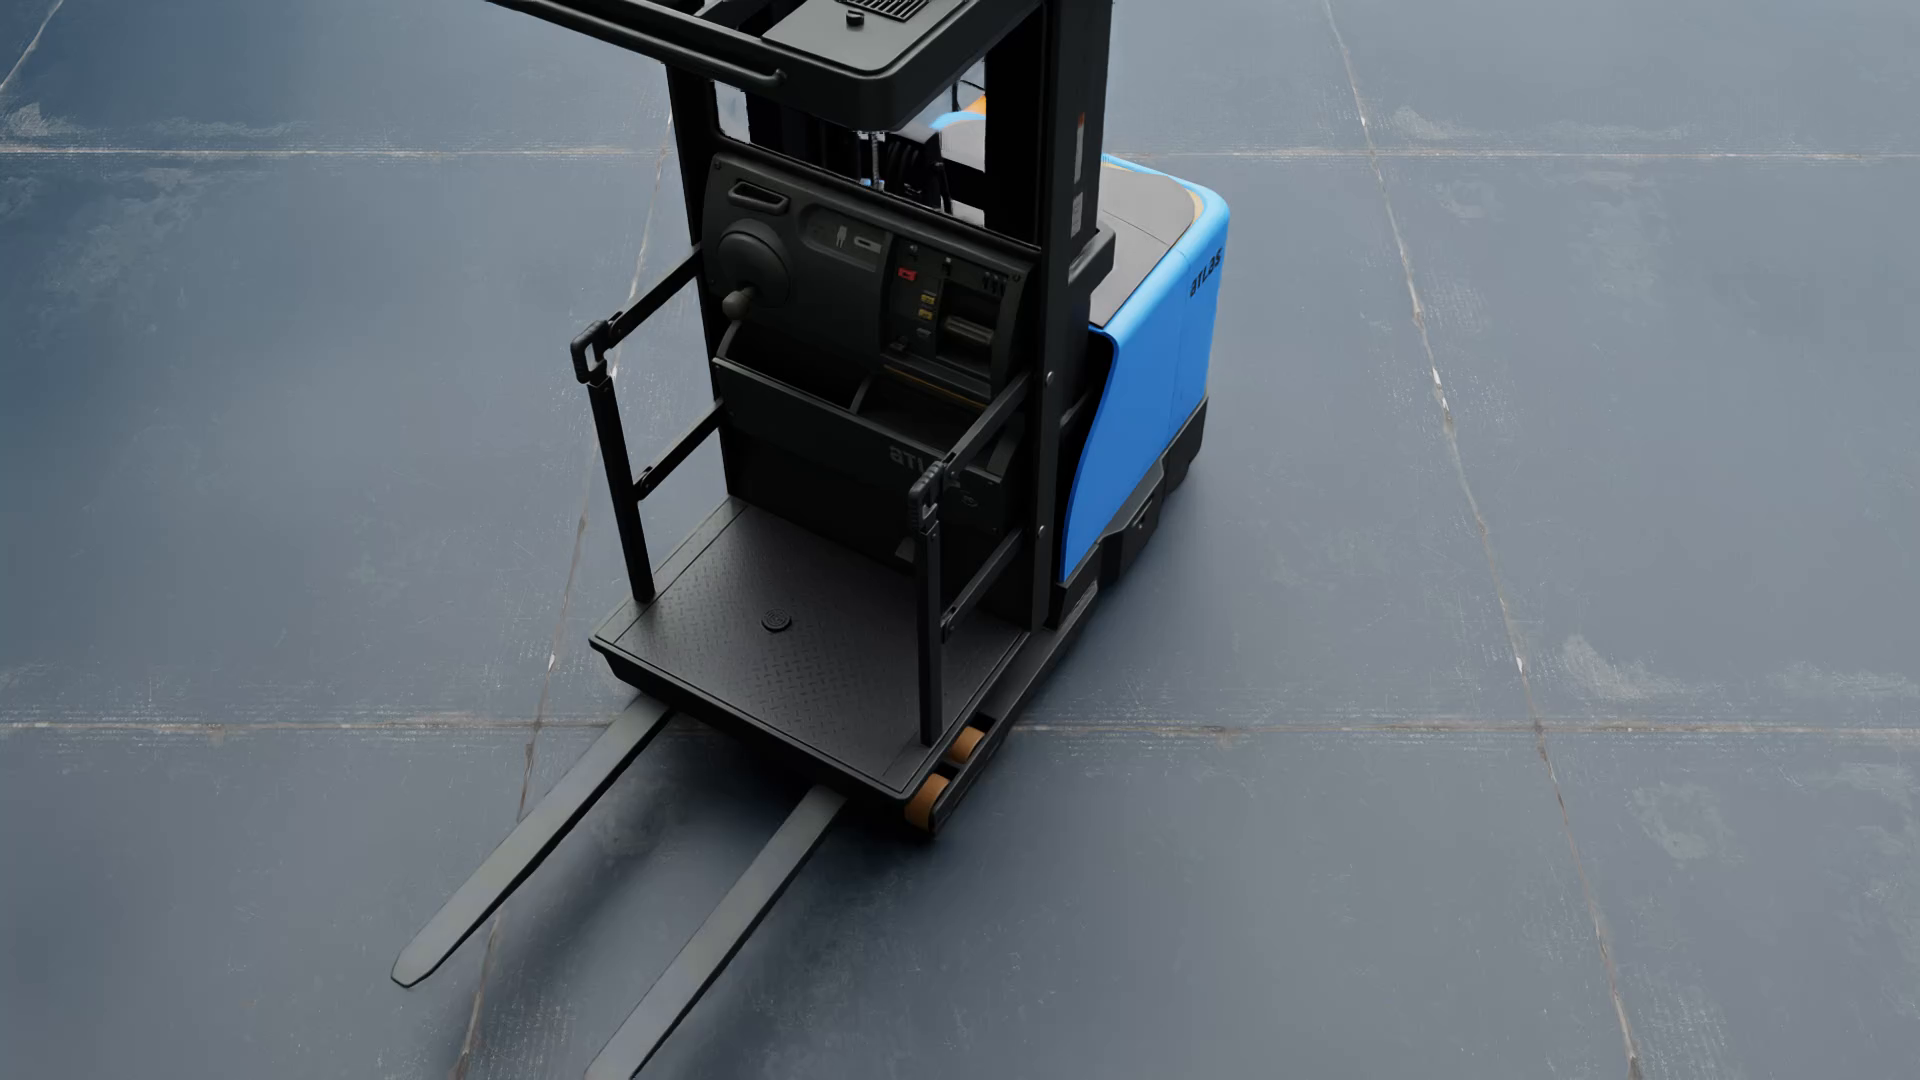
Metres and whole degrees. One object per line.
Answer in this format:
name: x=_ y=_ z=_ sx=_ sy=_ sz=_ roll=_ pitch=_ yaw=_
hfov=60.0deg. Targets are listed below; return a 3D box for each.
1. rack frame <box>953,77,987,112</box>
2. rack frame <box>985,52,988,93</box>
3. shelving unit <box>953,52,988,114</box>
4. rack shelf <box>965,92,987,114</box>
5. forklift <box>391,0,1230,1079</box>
rack frame: x=0.075 y=-1.096 z=5.707 sx=0.240 sy=1.200 sz=0.006 roll=28 pitch=53 yaw=24
rack frame: x=0.183 y=-1.204 z=5.808 sx=0.240 sy=1.200 sz=0.006 roll=28 pitch=53 yaw=24
shelving unit: x=0.129 y=-1.150 z=5.757 sx=0.258 sy=1.200 sz=0.189 roll=28 pitch=53 yaw=24
rack shelf: x=0.129 y=-1.365 z=5.526 sx=0.258 sy=0.103 sz=0.180 roll=28 pitch=53 yaw=24
forklift: x=-0.363 y=-0.569 z=4.033 sx=1.130 sy=2.935 sz=3.031 roll=24 pitch=51 yaw=21
